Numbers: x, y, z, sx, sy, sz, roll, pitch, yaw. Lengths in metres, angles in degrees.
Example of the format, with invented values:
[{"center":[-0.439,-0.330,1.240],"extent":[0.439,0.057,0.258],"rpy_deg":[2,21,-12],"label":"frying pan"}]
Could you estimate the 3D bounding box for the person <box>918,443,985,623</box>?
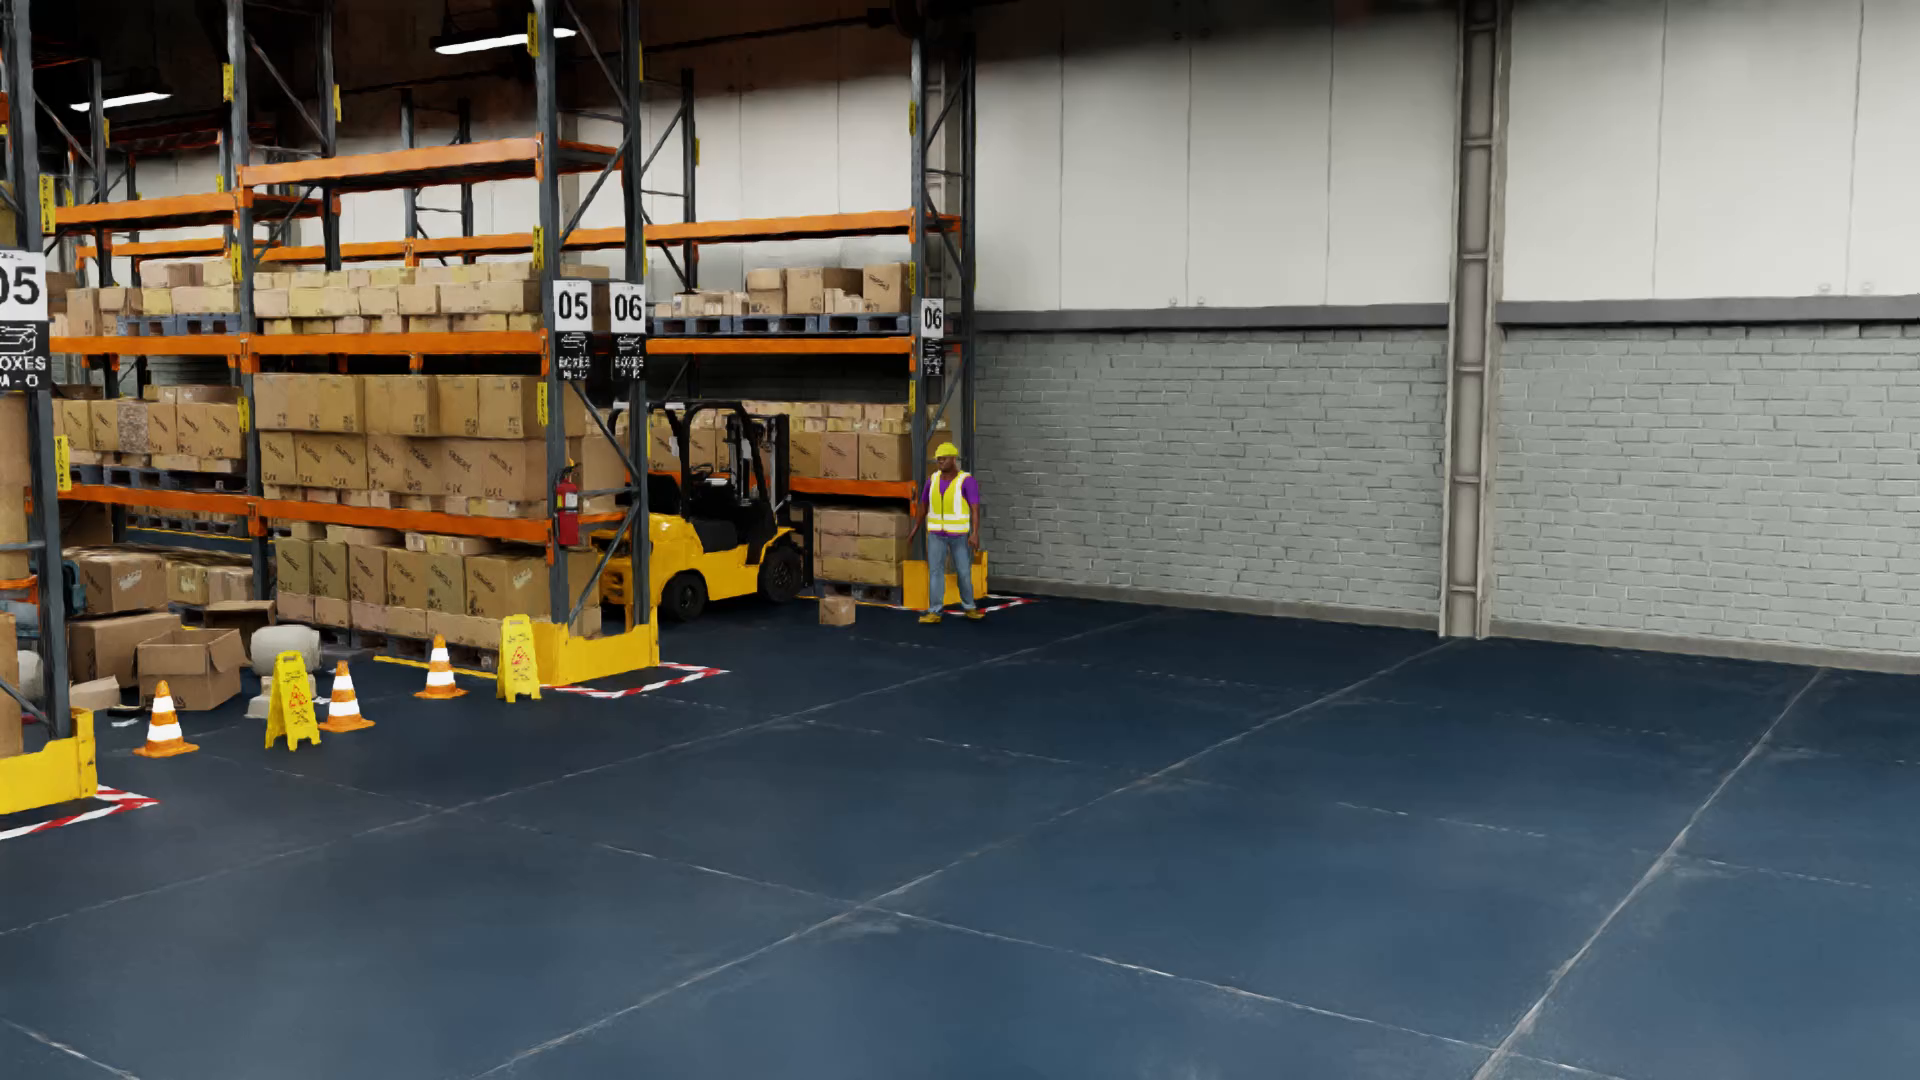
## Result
[{"center":[-0.063,-0.063,16.235],"extent":[0.559,1.768,0.635],"rpy_deg":[2,7,20],"label":"person"}]
